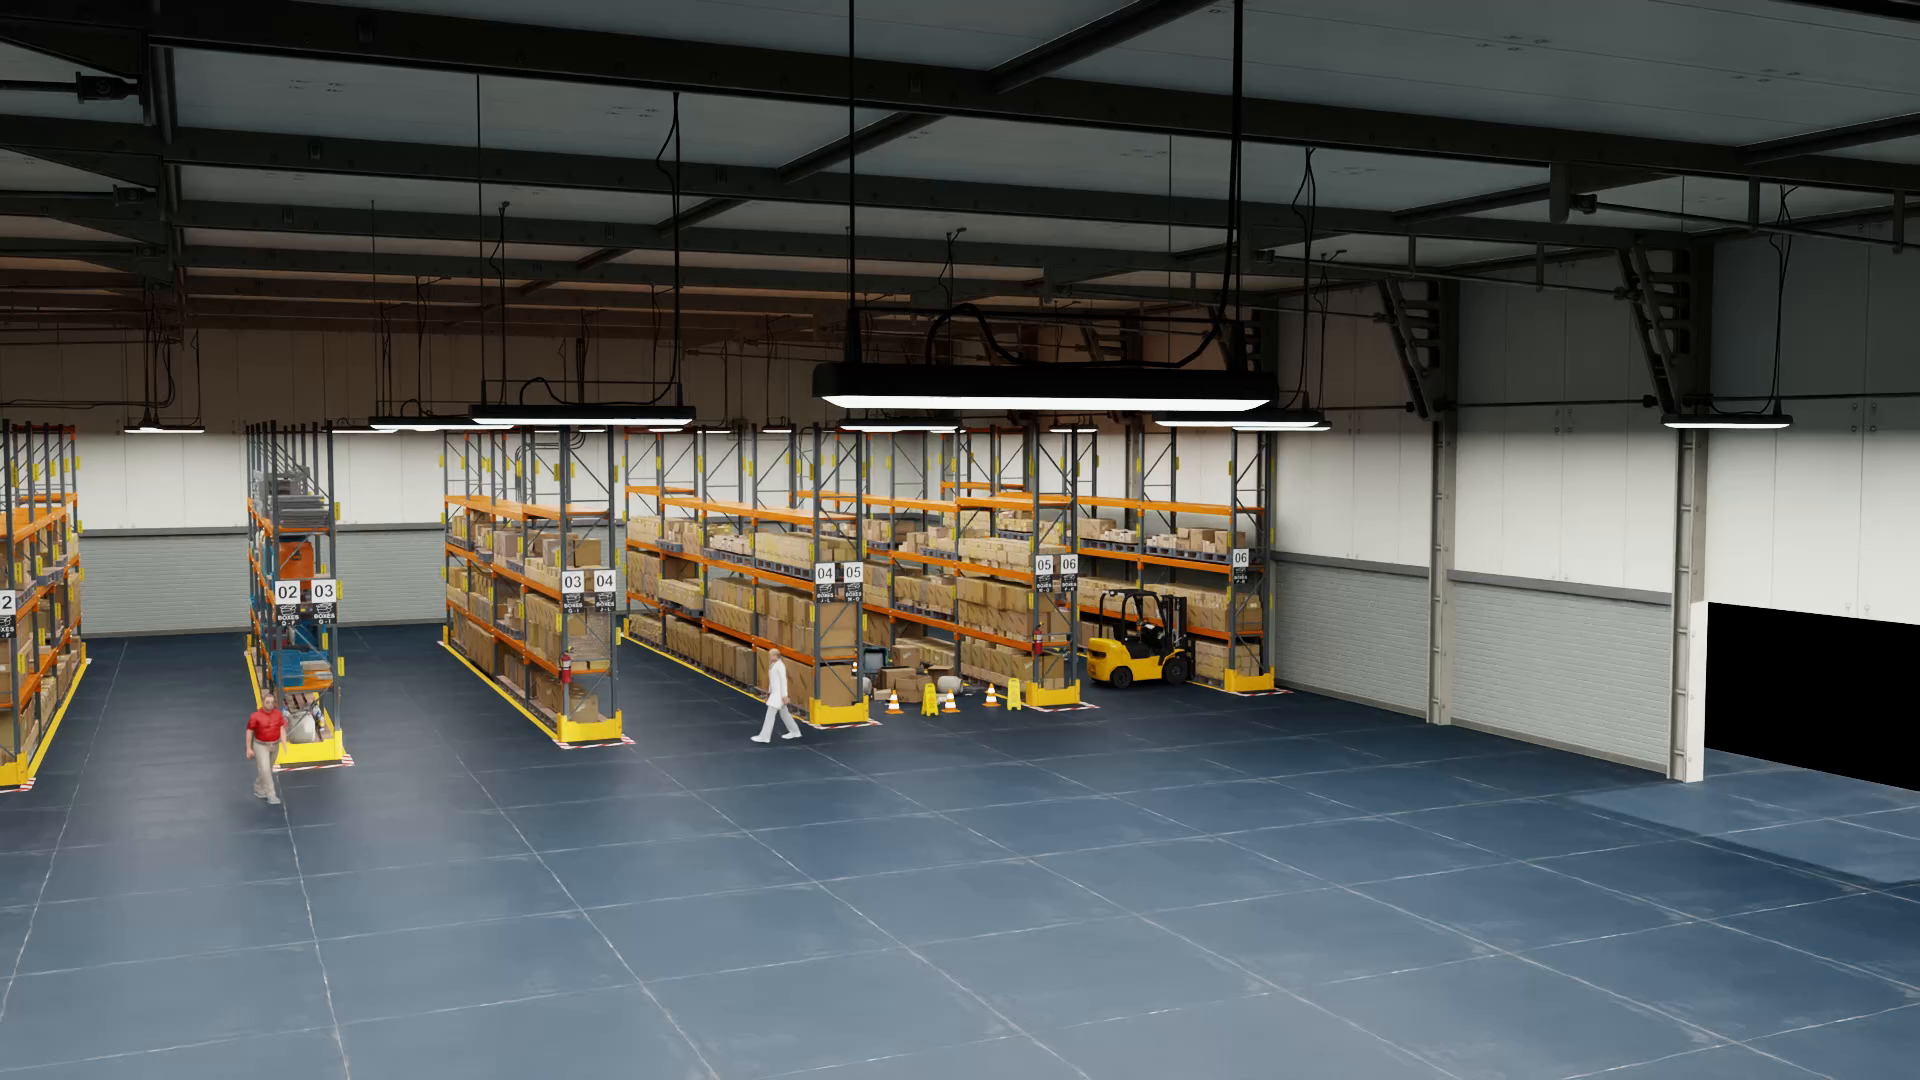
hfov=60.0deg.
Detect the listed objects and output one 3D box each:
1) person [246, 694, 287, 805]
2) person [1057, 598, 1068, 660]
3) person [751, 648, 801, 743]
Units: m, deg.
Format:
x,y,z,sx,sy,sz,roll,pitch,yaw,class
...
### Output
x,y,z,sx,sy,sz,roll,pitch,yaw,class
-10.773,3.236,25.937,1.021,1.670,0.561,2,4,31,person
2.605,2.282,42.402,0.372,1.612,0.446,2,4,32,person
-3.456,2.897,31.195,0.980,1.739,0.609,-1,4,-14,person
